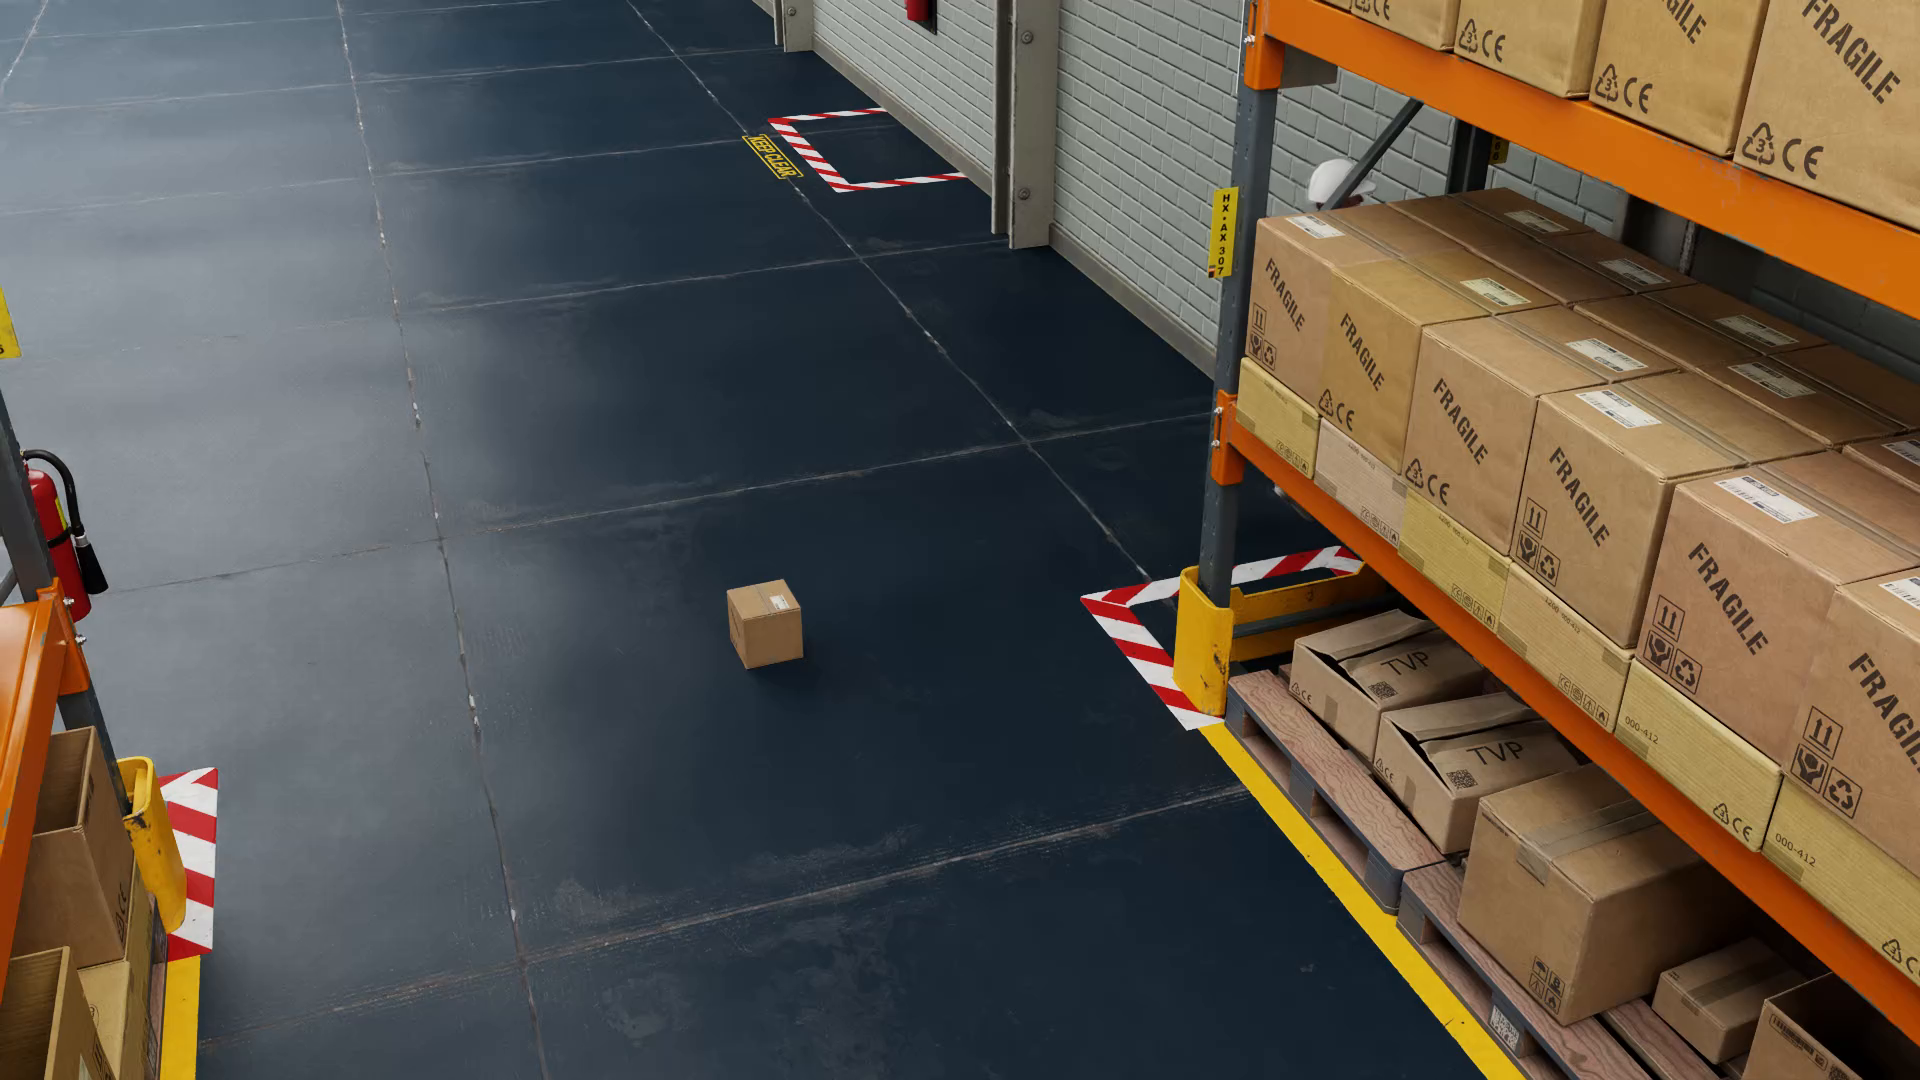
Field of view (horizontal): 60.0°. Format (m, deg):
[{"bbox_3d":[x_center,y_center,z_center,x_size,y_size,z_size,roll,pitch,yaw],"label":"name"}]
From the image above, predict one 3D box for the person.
[{"bbox_3d":[1.754,-0.901,7.649,0.691,1.734,0.558,-10,31,-18],"label":"person"}]
